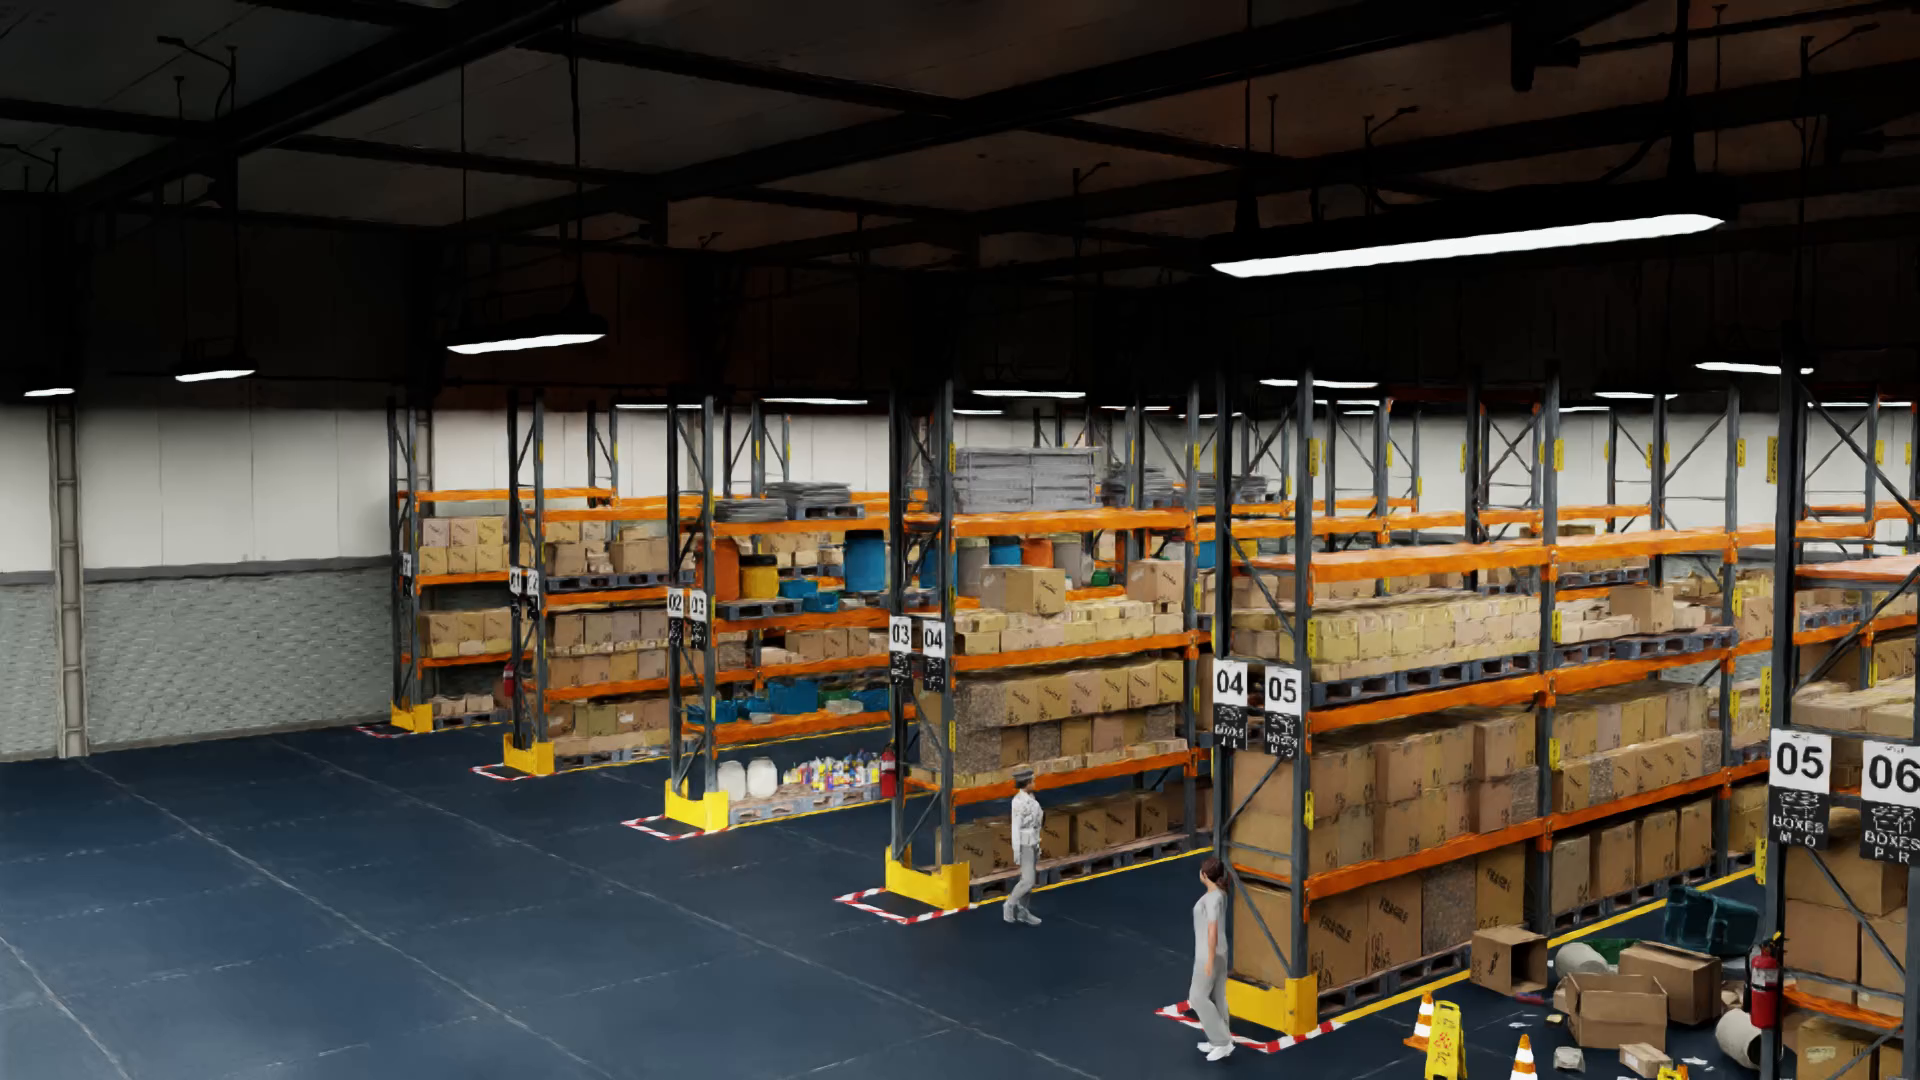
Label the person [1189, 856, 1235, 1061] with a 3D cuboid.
[{"bbox_3d":[2.136,3.498,13.999,0.382,1.658,0.528,1,4,19],"label":"person"}]

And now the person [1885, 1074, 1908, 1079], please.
[{"bbox_3d":[5.359,3.799,9.167,0.542,1.663,0.520,0,3,-4],"label":"person"}]

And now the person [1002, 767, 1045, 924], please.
[{"bbox_3d":[0.676,3.284,17.855,0.414,1.675,0.518,1,4,22],"label":"person"}]
